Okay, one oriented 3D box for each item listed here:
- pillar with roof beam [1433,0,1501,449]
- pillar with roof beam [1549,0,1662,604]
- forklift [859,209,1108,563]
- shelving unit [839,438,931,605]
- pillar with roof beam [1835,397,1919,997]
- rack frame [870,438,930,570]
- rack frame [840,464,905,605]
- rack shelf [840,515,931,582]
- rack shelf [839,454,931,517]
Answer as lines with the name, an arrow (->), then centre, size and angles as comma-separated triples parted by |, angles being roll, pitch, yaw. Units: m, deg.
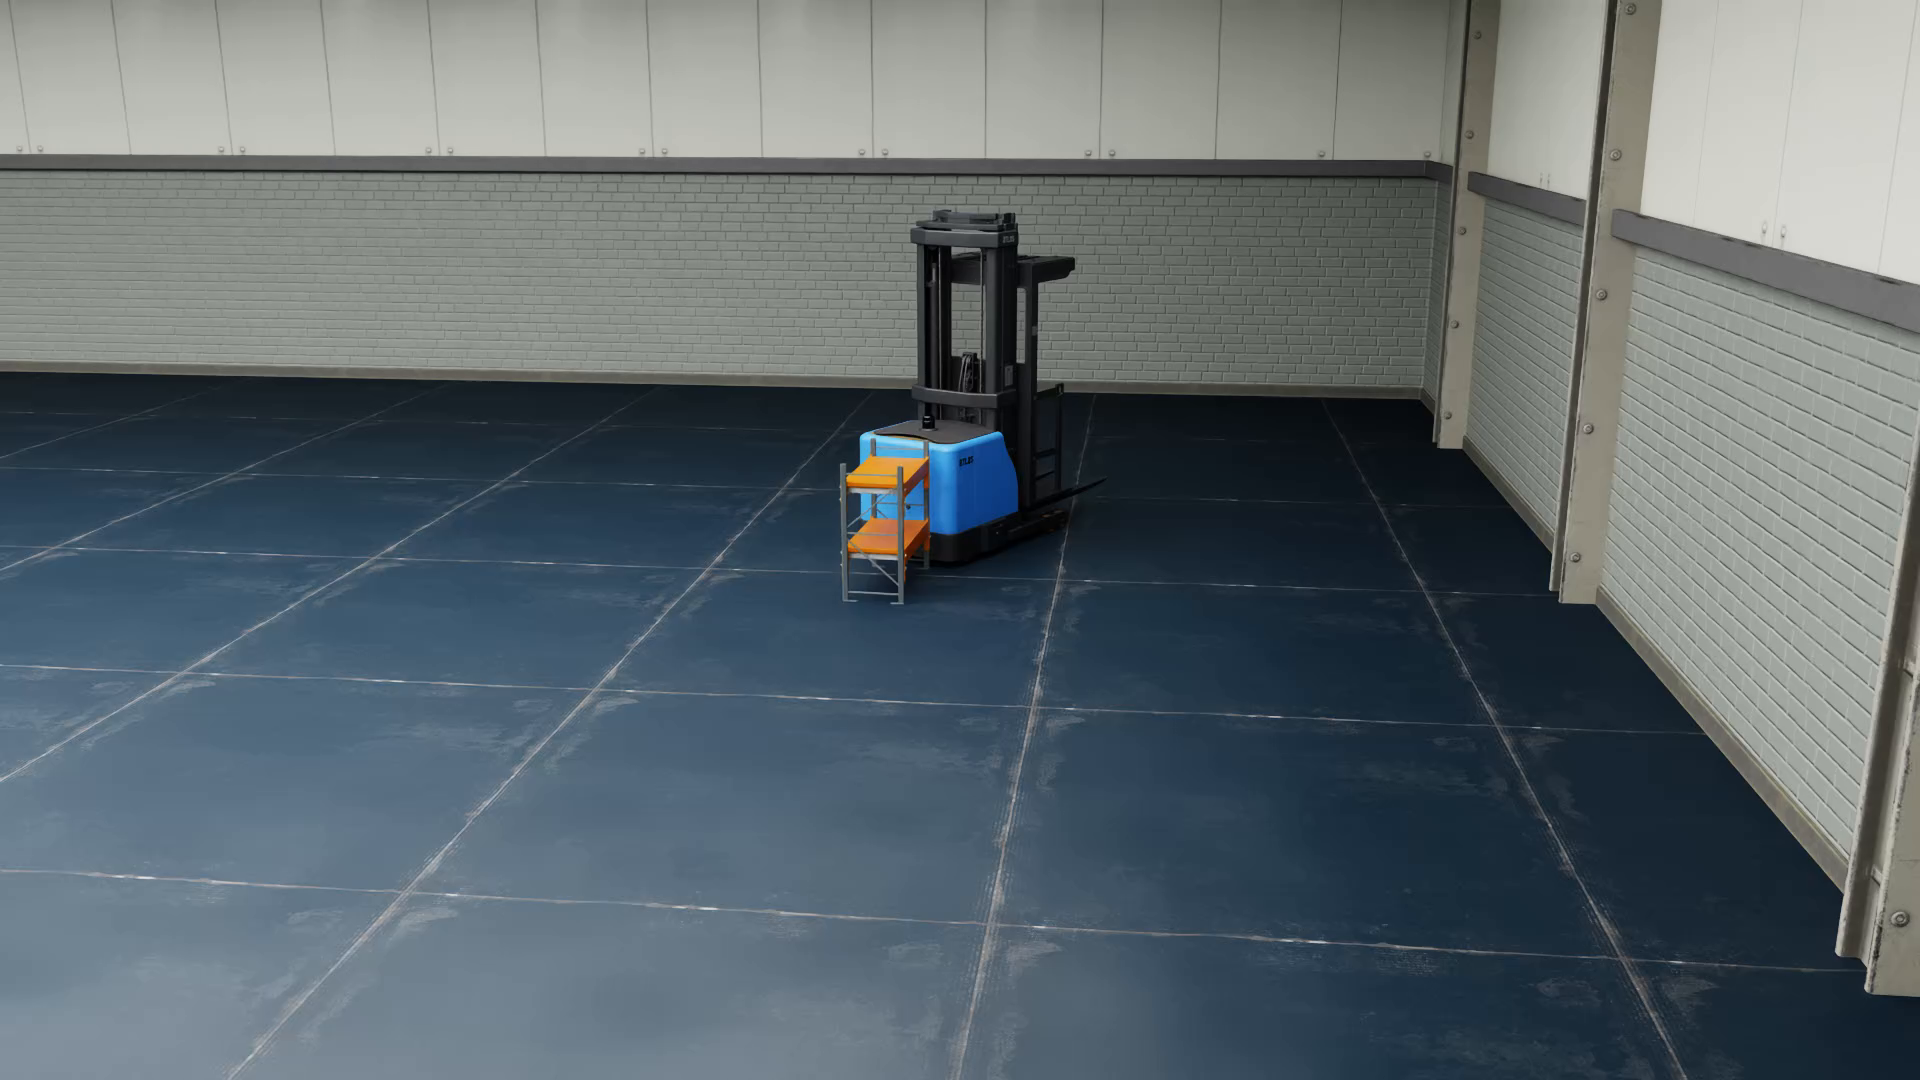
pillar with roof beam -> 1.375, -5.570, 18.523 | 9.100, 9.000, 0.400 | 2, 15, 6
pillar with roof beam -> 0.698, -4.014, 12.768 | 9.100, 9.000, 0.400 | 2, 15, 6
forklift -> 0.355, -1.551, 15.282 | 1.130, 2.935, 3.031 | 10, 18, 33
shelving unit -> -0.600, -0.173, 13.647 | 0.538, 1.125, 1.048 | 3, 15, 10
pillar with roof beam -> 0.021, -2.458, 7.013 | 9.100, 9.000, 0.400 | 2, 15, 6
rack frame -> -0.509, -0.304, 14.130 | 0.500, 1.125, 0.032 | 3, 15, 10
rack frame -> -0.692, -0.043, 13.164 | 0.500, 1.125, 0.032 | 3, 15, 10
rack shelf -> -0.600, 0.063, 13.711 | 0.538, 0.278, 1.000 | 3, 15, 10
rack shelf -> -0.600, -0.456, 13.571 | 0.538, 0.278, 1.000 | 3, 15, 10
